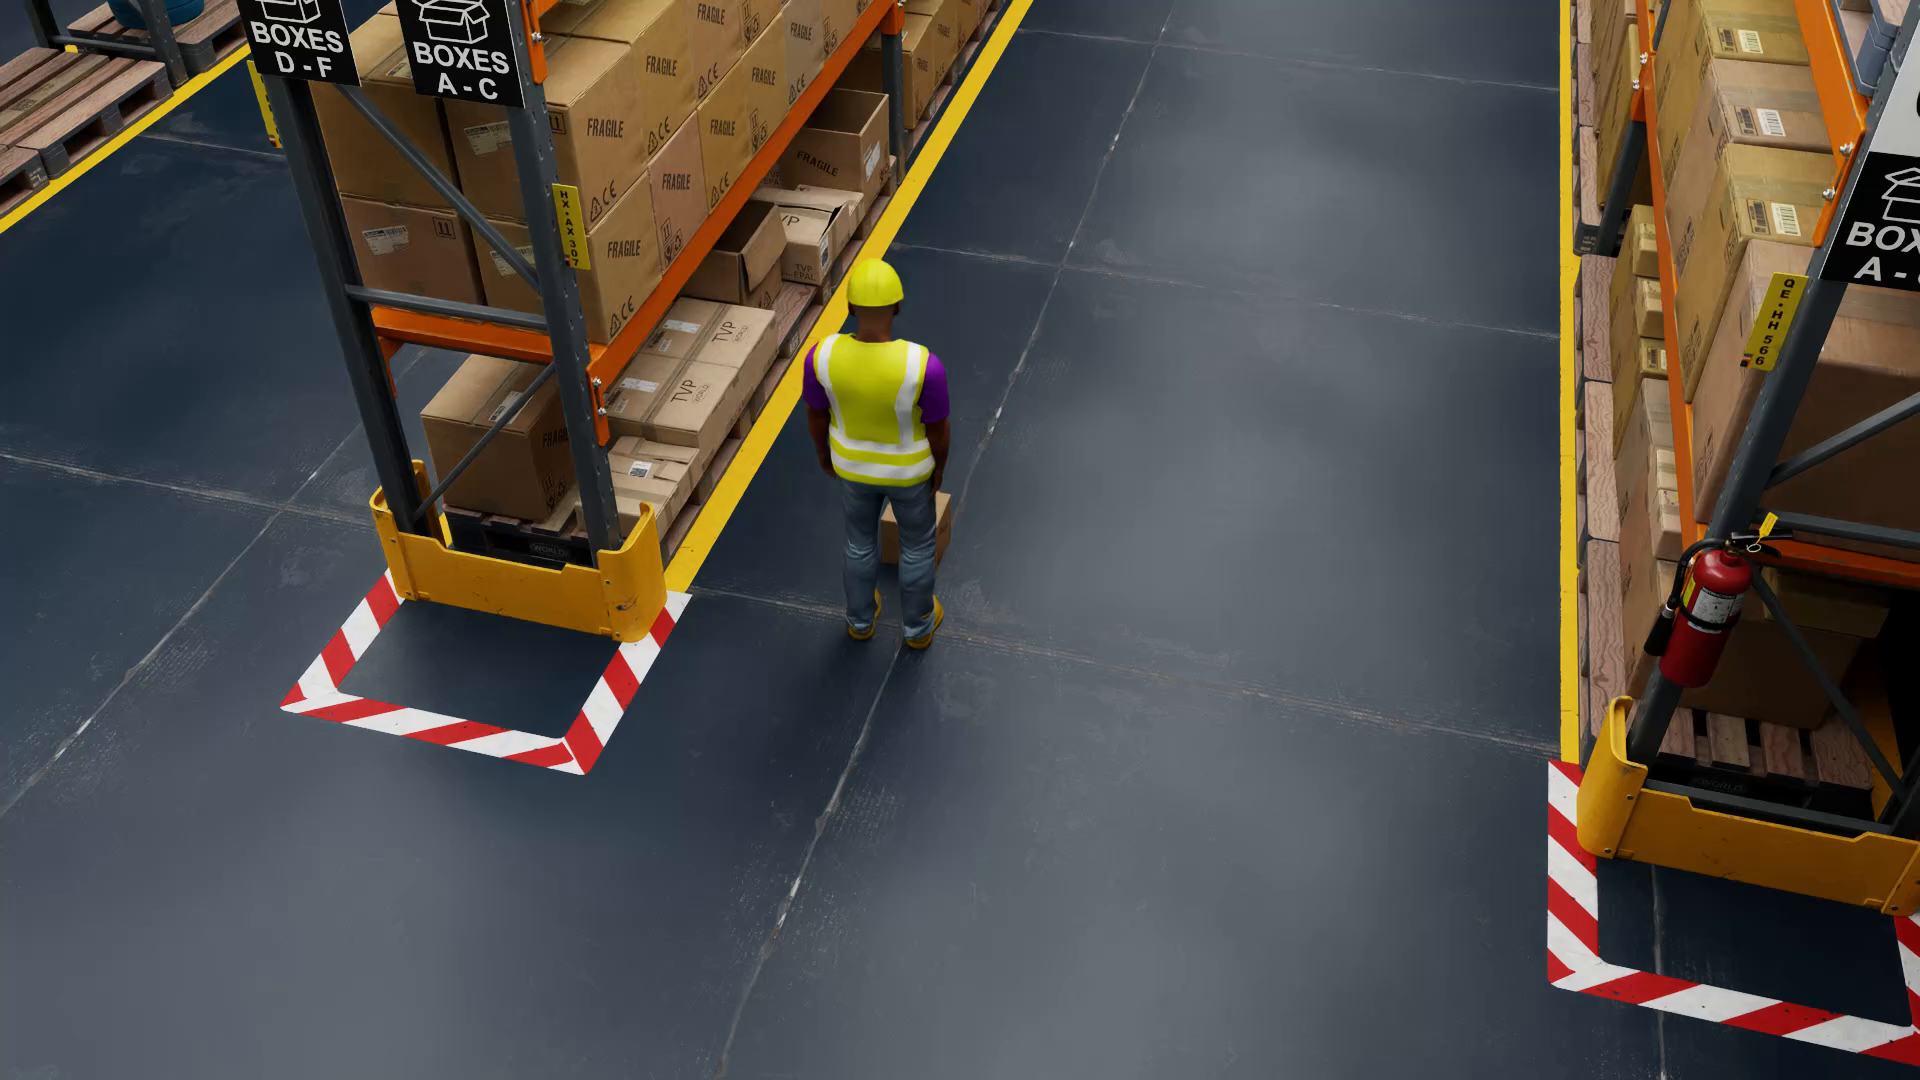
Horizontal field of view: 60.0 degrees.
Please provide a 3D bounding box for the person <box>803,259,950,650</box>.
[{"bbox_3d":[-0.309,-0.309,6.501,0.567,1.761,0.363,8,41,9],"label":"person"}]
